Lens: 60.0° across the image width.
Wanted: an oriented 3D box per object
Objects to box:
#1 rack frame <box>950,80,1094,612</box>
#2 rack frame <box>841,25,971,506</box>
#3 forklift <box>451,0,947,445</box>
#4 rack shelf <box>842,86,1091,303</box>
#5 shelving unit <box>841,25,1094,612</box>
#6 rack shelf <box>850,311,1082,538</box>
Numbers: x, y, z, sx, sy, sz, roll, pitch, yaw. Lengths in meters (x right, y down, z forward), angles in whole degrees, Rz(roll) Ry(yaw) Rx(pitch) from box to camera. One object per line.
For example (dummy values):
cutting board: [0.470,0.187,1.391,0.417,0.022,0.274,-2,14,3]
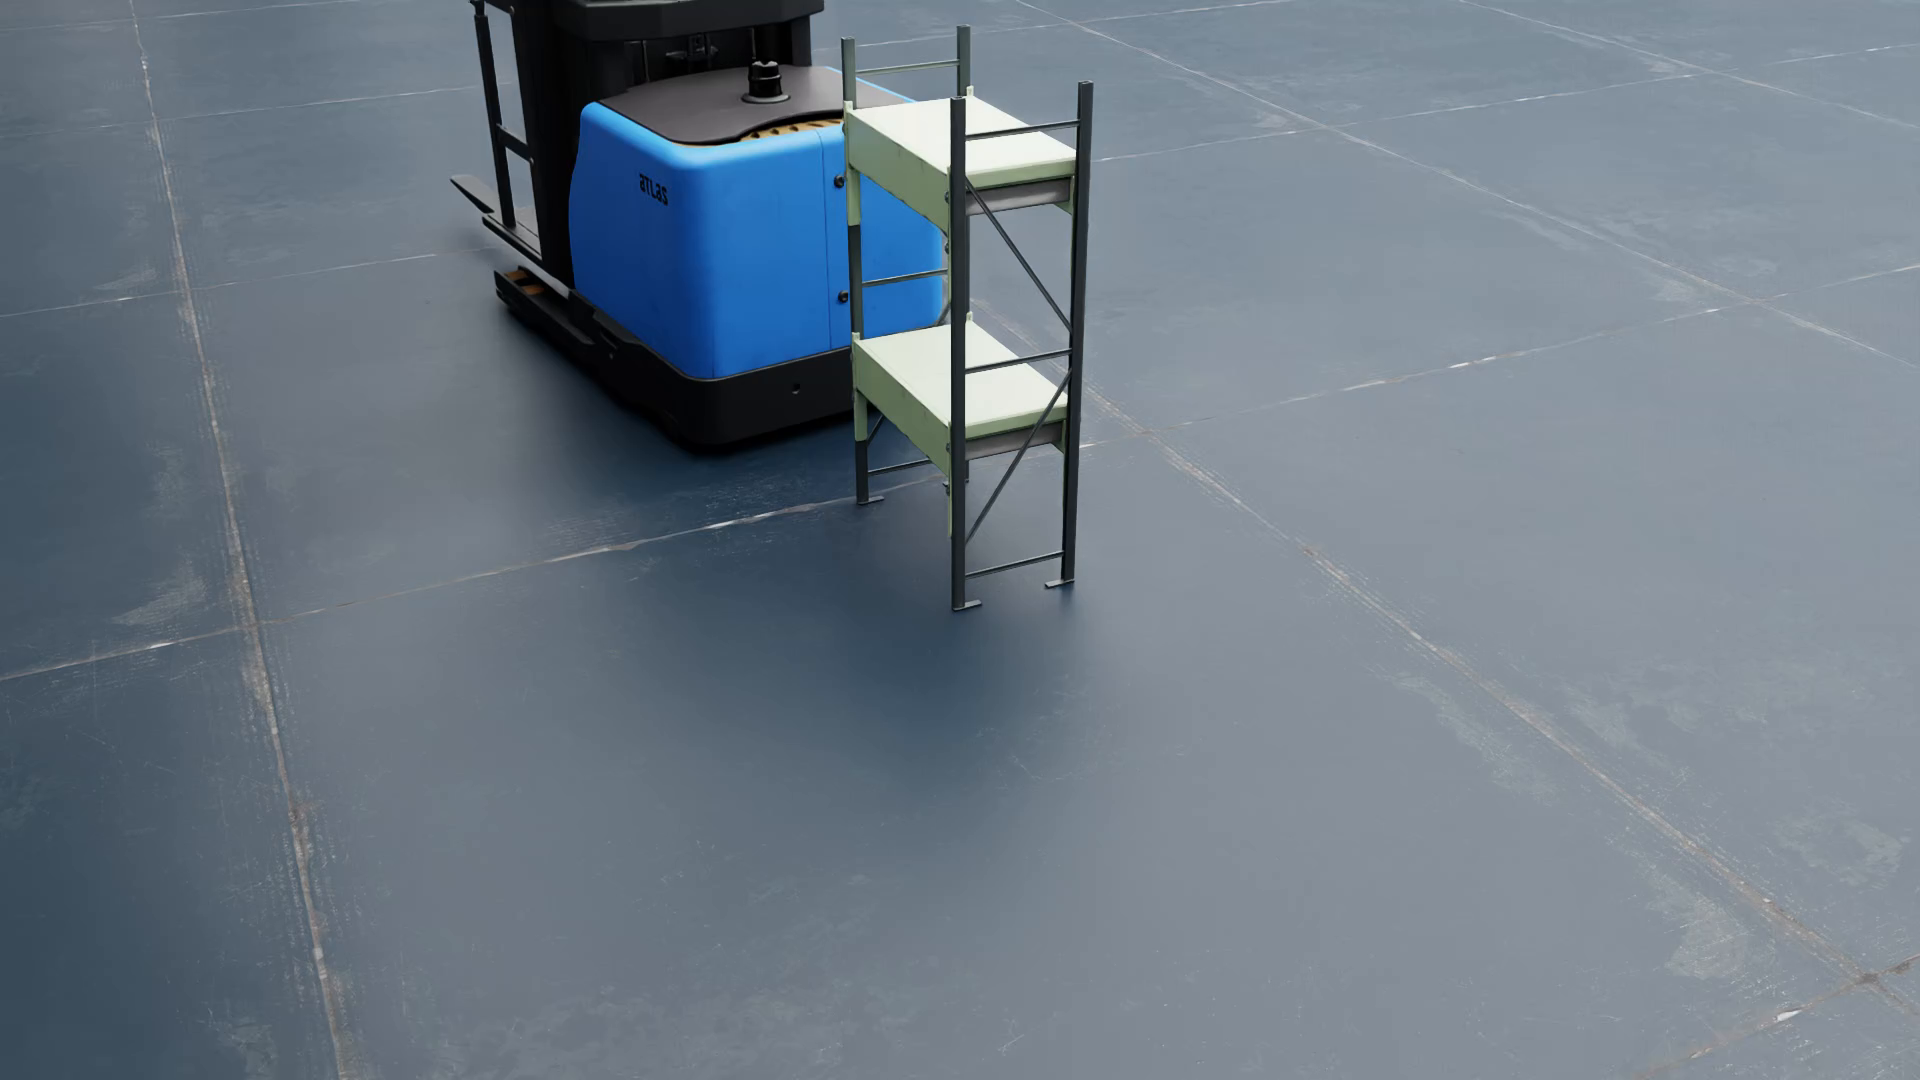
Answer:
rack frame: [0.160,-0.490,4.590,0.400,1.500,0.023,-13,32,-22]
rack frame: [-0.154,-0.813,5.166,0.400,1.500,0.023,-13,32,-22]
forklift: [-1.286,-2.278,6.315,1.130,2.935,3.031,-18,34,-29]
rack shelf: [0.003,-0.992,4.687,0.431,0.370,0.720,-13,32,-22]
shelving unit: [0.003,-0.651,4.878,0.431,1.500,0.755,-13,32,-22]
rack shelf: [0.003,-0.367,5.037,0.431,0.370,0.720,-13,32,-22]
